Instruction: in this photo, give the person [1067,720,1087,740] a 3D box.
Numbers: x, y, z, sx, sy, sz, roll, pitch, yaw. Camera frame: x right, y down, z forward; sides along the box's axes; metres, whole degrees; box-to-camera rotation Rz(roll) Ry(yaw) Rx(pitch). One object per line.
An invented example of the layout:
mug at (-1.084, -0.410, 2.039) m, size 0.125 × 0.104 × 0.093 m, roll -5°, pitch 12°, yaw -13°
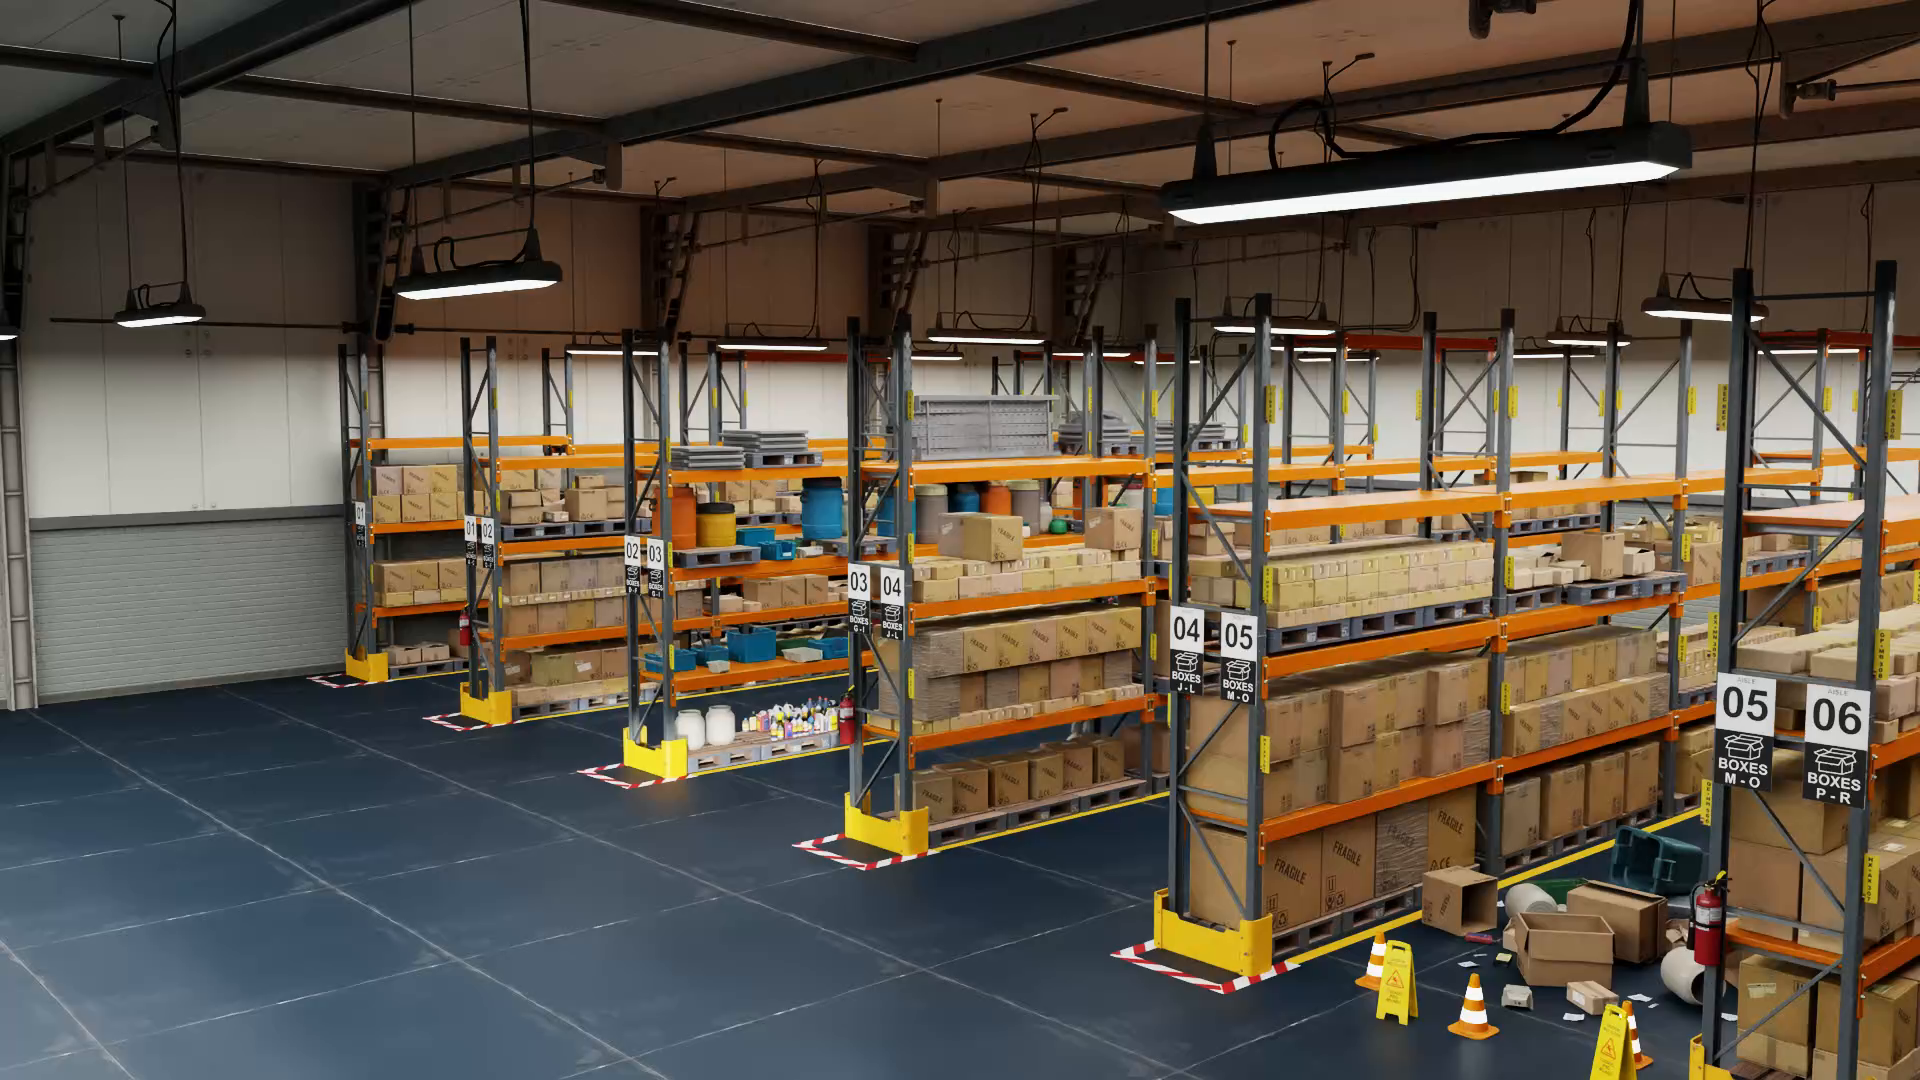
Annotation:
person at (1.705, 1.991, 23.380) m, size 0.574 × 1.618 × 0.554 m, roll 3°, pitch 6°, yaw 34°
